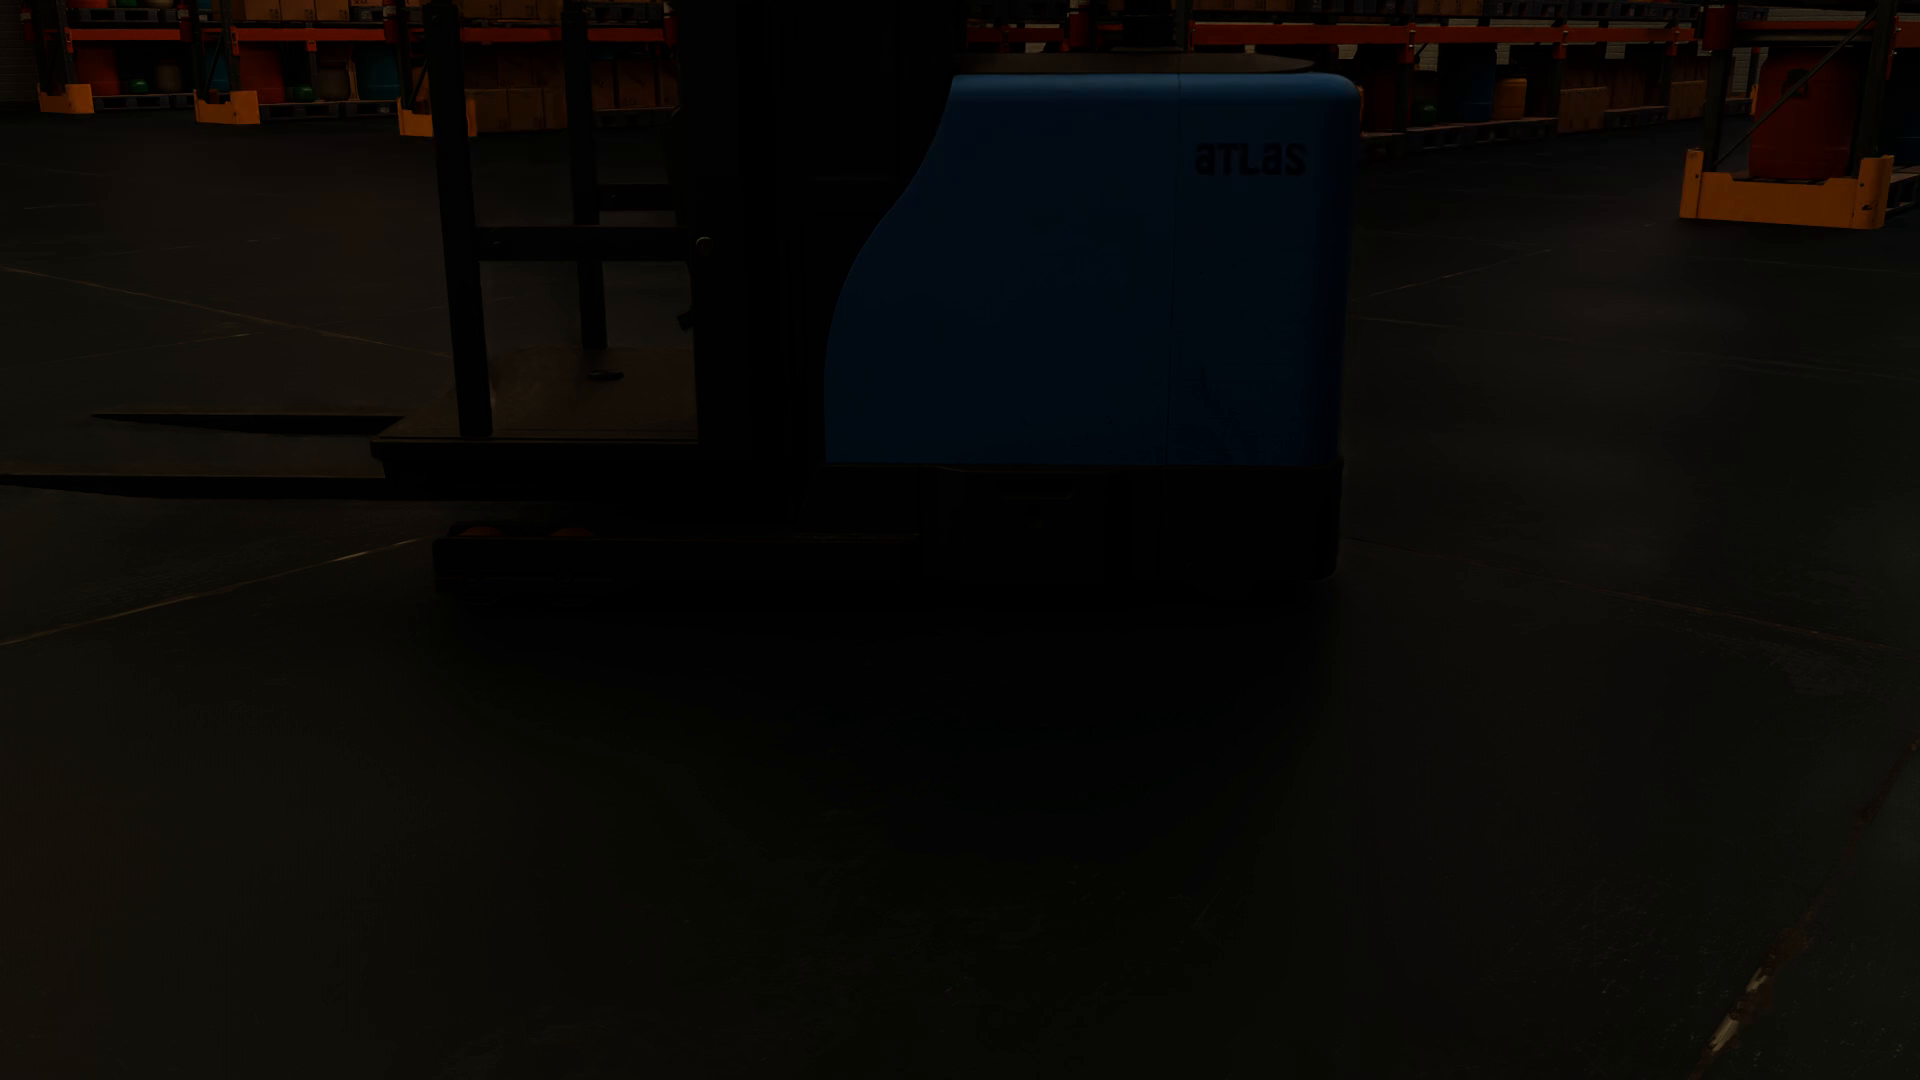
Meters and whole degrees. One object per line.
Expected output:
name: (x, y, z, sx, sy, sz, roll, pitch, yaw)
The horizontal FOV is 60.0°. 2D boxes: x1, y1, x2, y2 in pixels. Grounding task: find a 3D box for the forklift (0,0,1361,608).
forklift: (-0.708, -1.414, 3.553, 3.031, 2.935, 1.130, 1, 17, 2)
